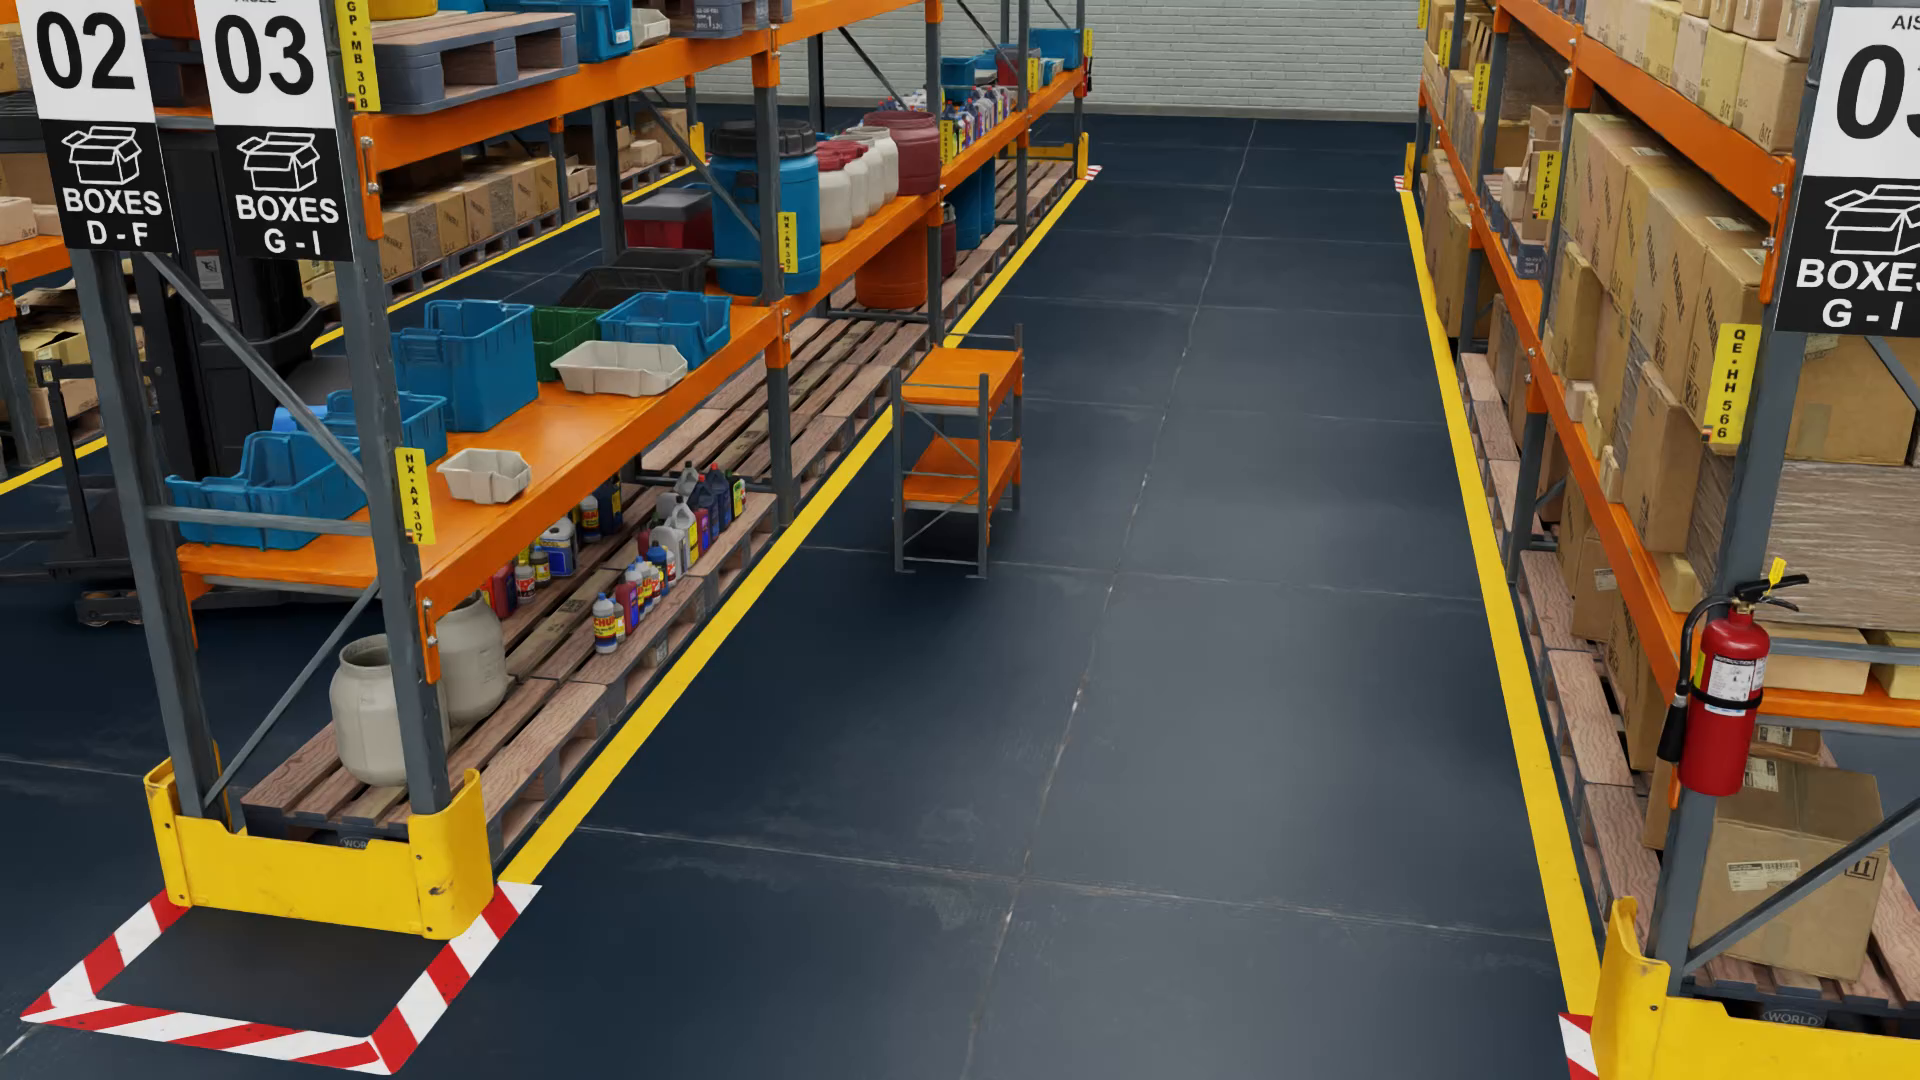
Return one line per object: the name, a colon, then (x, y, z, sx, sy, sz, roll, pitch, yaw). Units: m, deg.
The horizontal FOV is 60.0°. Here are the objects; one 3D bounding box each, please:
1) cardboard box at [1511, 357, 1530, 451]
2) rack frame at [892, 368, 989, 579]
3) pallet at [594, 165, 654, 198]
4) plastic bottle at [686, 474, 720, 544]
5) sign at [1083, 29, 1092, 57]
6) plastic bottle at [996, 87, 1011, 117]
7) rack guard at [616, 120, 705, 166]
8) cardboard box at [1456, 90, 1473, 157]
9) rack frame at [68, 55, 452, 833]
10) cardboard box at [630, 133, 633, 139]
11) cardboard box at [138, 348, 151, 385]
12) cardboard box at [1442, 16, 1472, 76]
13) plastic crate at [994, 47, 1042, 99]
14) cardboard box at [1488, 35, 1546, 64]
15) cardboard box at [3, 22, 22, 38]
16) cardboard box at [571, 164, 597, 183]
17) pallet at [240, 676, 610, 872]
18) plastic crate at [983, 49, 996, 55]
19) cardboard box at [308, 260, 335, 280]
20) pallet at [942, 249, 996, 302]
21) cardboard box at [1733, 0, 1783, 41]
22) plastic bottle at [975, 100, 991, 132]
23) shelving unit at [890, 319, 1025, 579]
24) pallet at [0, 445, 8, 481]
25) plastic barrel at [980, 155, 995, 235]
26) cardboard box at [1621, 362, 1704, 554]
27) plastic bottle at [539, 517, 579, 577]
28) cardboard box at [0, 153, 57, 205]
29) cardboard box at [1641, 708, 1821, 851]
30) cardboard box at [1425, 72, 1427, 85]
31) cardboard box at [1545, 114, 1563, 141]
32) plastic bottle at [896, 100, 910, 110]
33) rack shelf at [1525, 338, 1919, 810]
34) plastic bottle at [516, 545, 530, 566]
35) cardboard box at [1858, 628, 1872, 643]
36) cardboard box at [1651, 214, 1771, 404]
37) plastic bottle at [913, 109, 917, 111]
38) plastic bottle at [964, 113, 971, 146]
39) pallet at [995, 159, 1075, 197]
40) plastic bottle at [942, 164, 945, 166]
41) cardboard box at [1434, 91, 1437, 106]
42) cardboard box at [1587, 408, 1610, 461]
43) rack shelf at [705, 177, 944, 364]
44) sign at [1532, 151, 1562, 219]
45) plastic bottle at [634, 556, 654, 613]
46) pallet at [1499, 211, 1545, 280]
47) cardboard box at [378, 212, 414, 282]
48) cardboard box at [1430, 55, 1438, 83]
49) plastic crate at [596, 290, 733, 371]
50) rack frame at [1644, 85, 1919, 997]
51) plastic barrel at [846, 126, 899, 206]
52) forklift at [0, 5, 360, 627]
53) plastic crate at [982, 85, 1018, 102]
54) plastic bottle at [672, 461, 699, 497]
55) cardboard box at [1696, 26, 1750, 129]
cardboard box: (3.763, -0.785, 10.044, 0.700, 0.500, 0.500, 3, 22, 6)
rack frame: (-0.102, -0.338, 8.688, 0.500, 1.125, 0.032, 4, 22, 11)
pallet: (-4.289, -4.227, 19.567, 1.003, 0.211, 1.213, 4, 22, 11)
plastic bottle: (-1.350, -0.165, 8.704, 0.144, 0.351, 0.185, 3, 22, 8)
sign: (1.529, -5.945, 19.882, 0.100, 0.325, 0.005, 4, 22, 11)
plastic bottle: (0.407, -4.217, 15.974, 0.152, 0.276, 0.135, 4, 22, 11)
rack guard: (-3.877, -5.097, 21.341, 1.175, 0.500, 0.348, 4, 22, 11)
cardboard box: (4.377, -3.406, 13.662, 0.500, 0.500, 0.500, 5, 22, 12)
rack frame: (-2.278, -0.054, 5.473, 1.000, 3.000, 0.127, 4, 22, 11)
cardboard box: (-4.352, -4.853, 20.481, 0.500, 0.250, 0.500, 4, 22, 11)
cardboard box: (-5.879, -1.131, 11.265, 0.500, 0.250, 0.500, 5, 22, 12)
cardboard box: (4.852, -4.670, 15.733, 0.500, 0.500, 0.500, 5, 22, 12)
plastic crate: (0.599, -4.808, 17.110, 0.402, 0.464, 0.583, 4, 22, 11)
cardboard box: (4.504, -3.618, 12.846, 0.797, 0.503, 0.637, 5, 22, 12)
cardboard box: (-9.590, -5.176, 16.629, 0.500, 0.250, 0.500, 5, 22, 12)
cardboard box: (-4.213, -4.166, 18.886, 0.380, 0.166, 0.250, 4, 22, 11)
pallet: (-2.137, 0.911, 6.809, 1.003, 0.211, 1.213, 4, 22, 11)
plastic crate: (0.480, -5.550, 19.263, 0.416, 0.233, 0.300, 4, 22, 11)
cardboard box: (-5.359, -2.328, 13.487, 0.500, 0.311, 0.500, 5, 22, 12)
pallet: (-0.274, -2.423, 15.087, 1.003, 0.211, 1.213, 4, 22, 11)
cardboard box: (2.439, -1.503, 4.723, 0.380, 0.149, 0.250, 3, 22, 9)
plastic bottle: (0.202, -3.849, 15.062, 0.152, 0.276, 0.135, 4, 22, 11)
shelving unit: (0.001, -0.524, 9.150, 0.538, 1.125, 1.048, 4, 22, 11)
pallet: (-6.513, -0.315, 9.853, 1.003, 0.211, 1.213, 4, 22, 11)
plastic barrel: (0.043, -3.467, 16.193, 0.600, 0.901, 0.708, 4, 22, 11)
cardboard box: (2.695, -0.252, 5.432, 0.875, 0.500, 0.500, 4, 22, 11)
plastic bottle: (-2.007, 0.032, 8.315, 0.152, 0.276, 0.135, 4, 22, 11)
cardboard box: (-6.030, -2.415, 11.200, 0.500, 0.500, 0.500, 6, 23, 15)
cardboard box: (2.803, 0.840, 6.037, 0.500, 0.500, 0.500, 11, 24, 25)
cardboard box: (5.286, -5.024, 18.149, 0.380, 0.149, 0.250, 4, 22, 10)
cardboard box: (4.117, -2.431, 10.679, 0.700, 0.500, 0.500, 8, 23, 19)
plastic bottle: (-0.533, -3.822, 14.994, 0.152, 0.276, 0.135, 4, 22, 11)
rack shelf: (2.979, -0.074, 6.486, 1.077, 0.370, 4.000, 4, 22, 11)
plastic bottle: (-2.196, 0.064, 8.137, 0.144, 0.351, 0.185, 5, 23, 13)
cardboard box: (2.933, 0.264, 5.020, 0.380, 0.149, 0.250, 4, 22, 11)
cardboard box: (2.538, -0.728, 5.276, 0.500, 0.500, 0.500, 4, 22, 11)
plastic bottle: (-0.407, -3.784, 15.001, 0.097, 0.201, 0.097, 0, 22, 0)
plastic bottle: (0.046, -3.517, 14.242, 0.097, 0.271, 0.097, 0, 22, 0)
pallet: (0.781, -4.314, 19.782, 1.003, 0.211, 1.213, 4, 22, 11)
plastic bottle: (-0.170, -3.097, 13.295, 0.097, 0.201, 0.097, 0, 22, 0)
cardboard box: (4.919, -4.367, 16.519, 0.380, 0.149, 0.250, 5, 22, 12)
cardboard box: (2.756, -0.418, 6.712, 0.380, 0.149, 0.250, 4, 22, 11)
rack shelf: (-1.053, -1.915, 11.056, 1.077, 0.370, 4.000, 4, 22, 11)
sign: (2.843, -1.718, 8.053, 0.100, 0.325, 0.005, 4, 22, 11)
plastic bottle: (-1.512, 0.206, 7.890, 0.097, 0.271, 0.097, 0, 22, 0)
pallet: (3.840, -1.786, 10.031, 1.003, 0.211, 1.213, 4, 22, 11)
cardboard box: (-5.121, -2.548, 14.423, 0.500, 0.500, 0.500, 5, 23, 13)
cardboard box: (5.167, -4.876, 17.249, 0.500, 0.250, 0.500, 4, 22, 10)
plastic crate: (-1.421, -1.023, 8.077, 0.499, 0.251, 0.616, 4, 22, 11)
rack frame: (2.571, 0.323, 4.536, 1.000, 3.000, 0.127, 4, 22, 11)
plastic barrel: (-0.646, -2.639, 11.742, 0.421, 0.512, 0.421, 0, 22, 0)
forklift: (-4.092, -1.139, 8.259, 3.031, 2.935, 1.130, -3, 22, -8)
plastic crate: (0.406, -4.508, 16.804, 0.396, 0.136, 0.243, 4, 22, 11)
plastic bottle: (-1.452, -0.246, 8.906, 0.144, 0.351, 0.185, 4, 22, 11)
cardboard box: (2.520, -1.377, 4.943, 0.500, 0.250, 0.500, 5, 22, 11)
